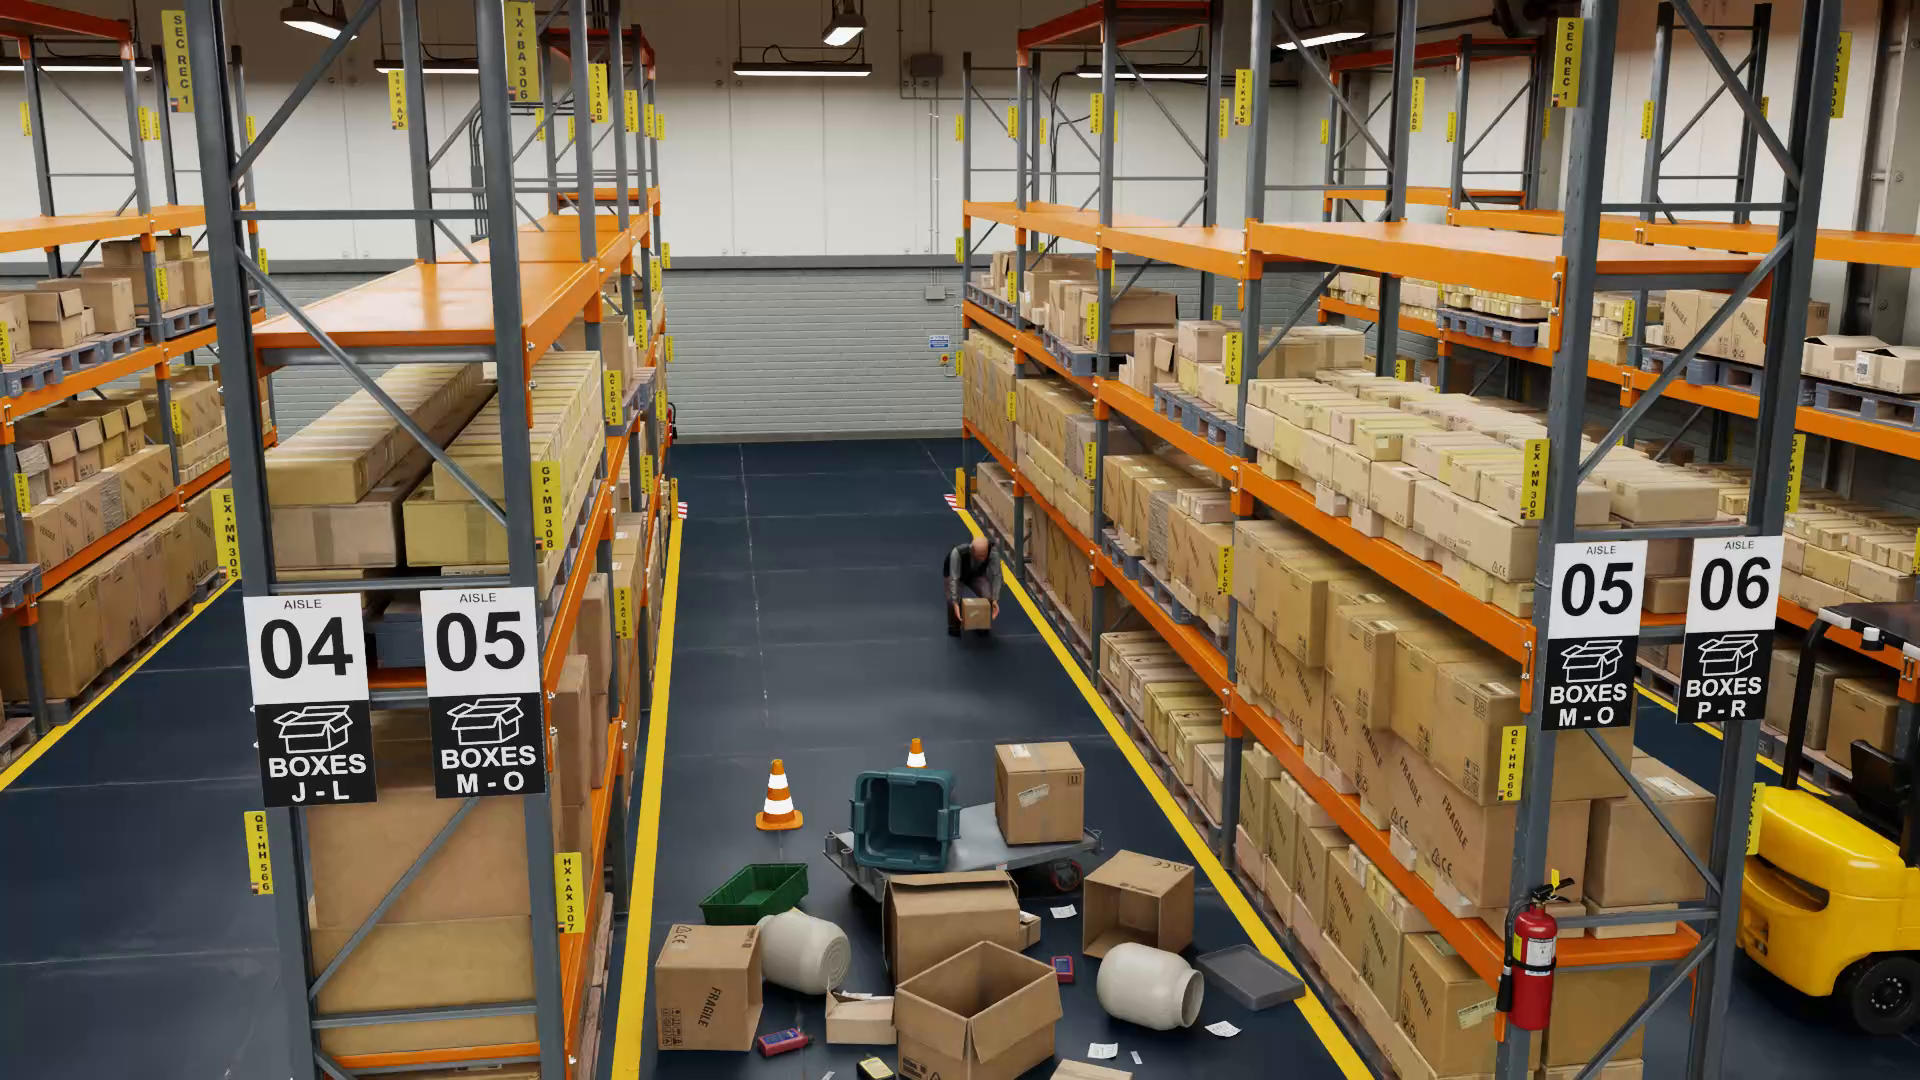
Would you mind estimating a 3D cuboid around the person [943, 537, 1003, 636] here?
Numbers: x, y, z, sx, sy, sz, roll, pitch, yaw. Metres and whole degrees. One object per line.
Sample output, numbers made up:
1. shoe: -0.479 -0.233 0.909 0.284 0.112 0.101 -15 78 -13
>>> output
1. person: 0.128 0.436 16.621 0.557 1.066 0.829 -2 13 -9
